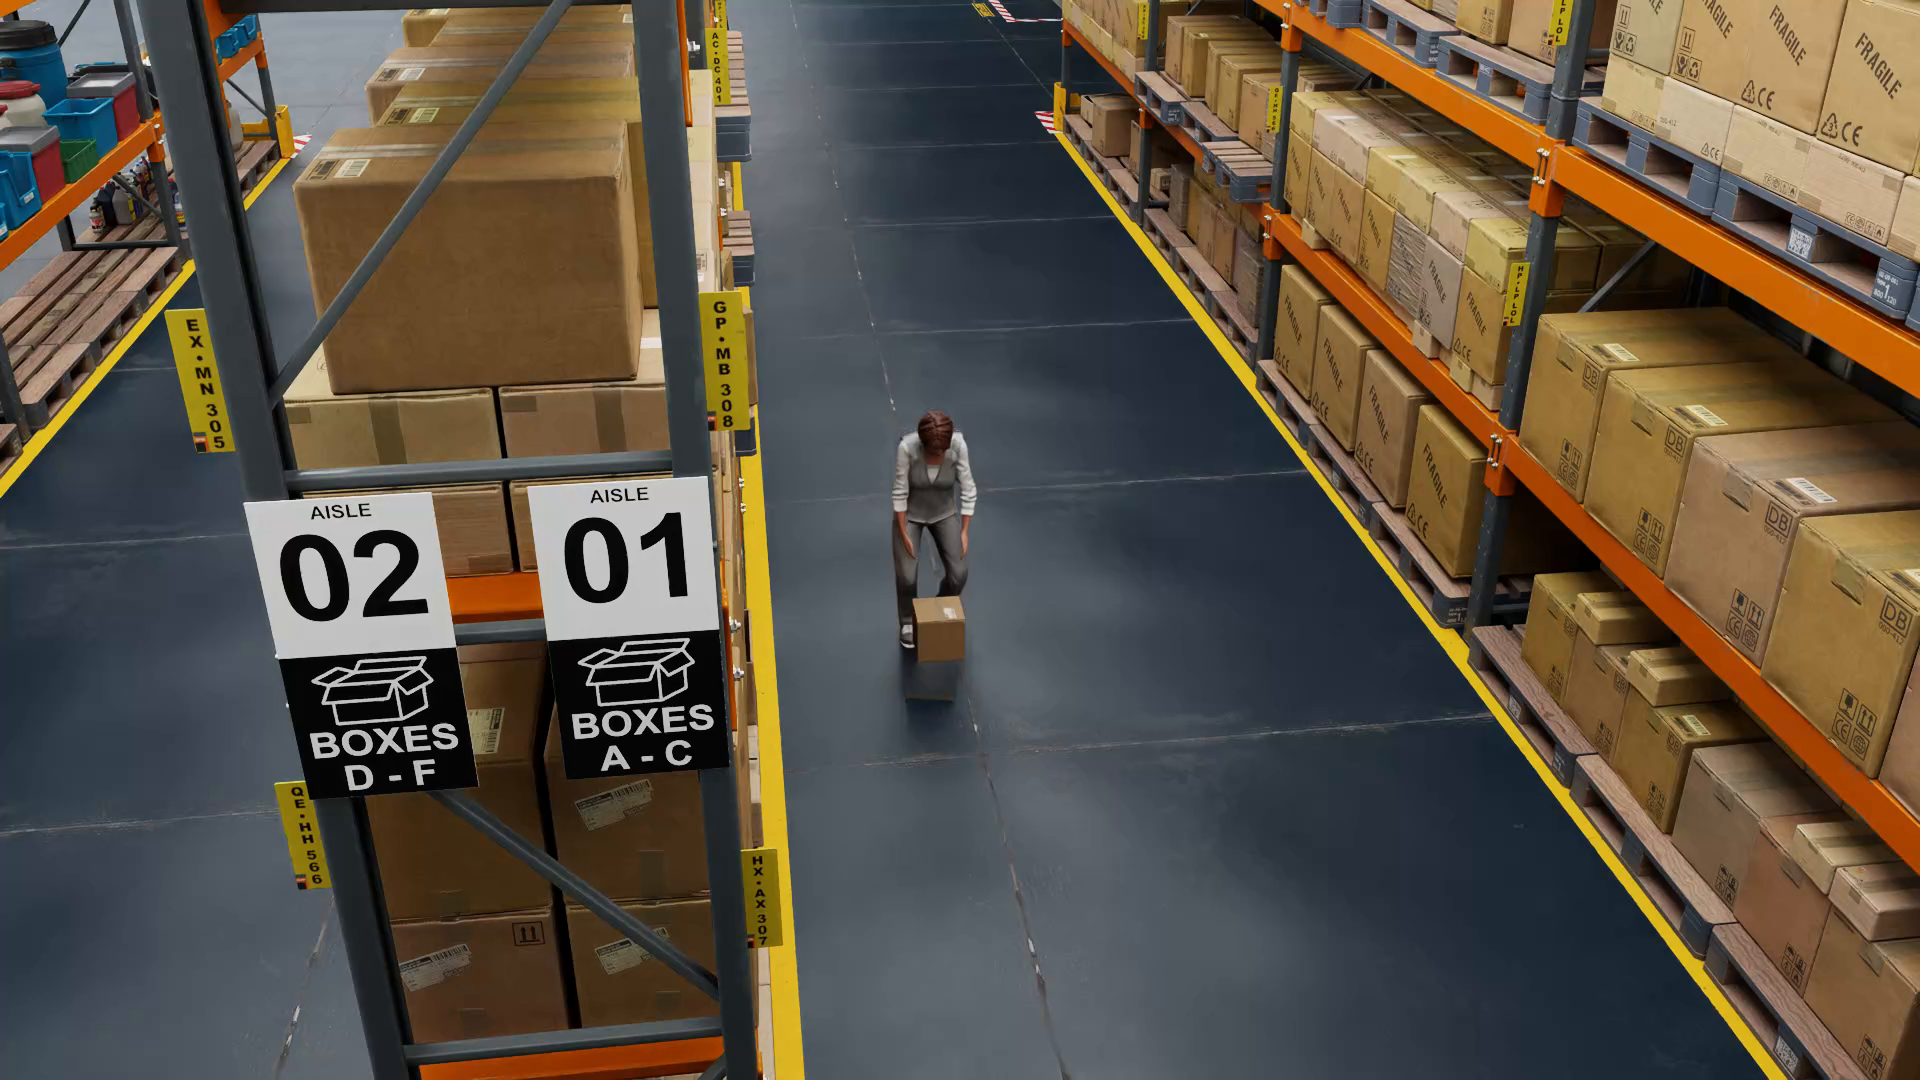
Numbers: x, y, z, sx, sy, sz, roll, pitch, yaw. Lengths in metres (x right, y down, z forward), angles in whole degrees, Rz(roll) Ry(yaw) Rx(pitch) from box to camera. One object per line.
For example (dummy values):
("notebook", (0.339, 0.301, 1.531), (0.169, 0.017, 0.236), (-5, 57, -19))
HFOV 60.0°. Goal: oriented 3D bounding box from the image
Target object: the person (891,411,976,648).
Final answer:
("person", (-0.145, -0.079, 8.976), (0.454, 1.429, 0.540), (-3, 28, -6))
